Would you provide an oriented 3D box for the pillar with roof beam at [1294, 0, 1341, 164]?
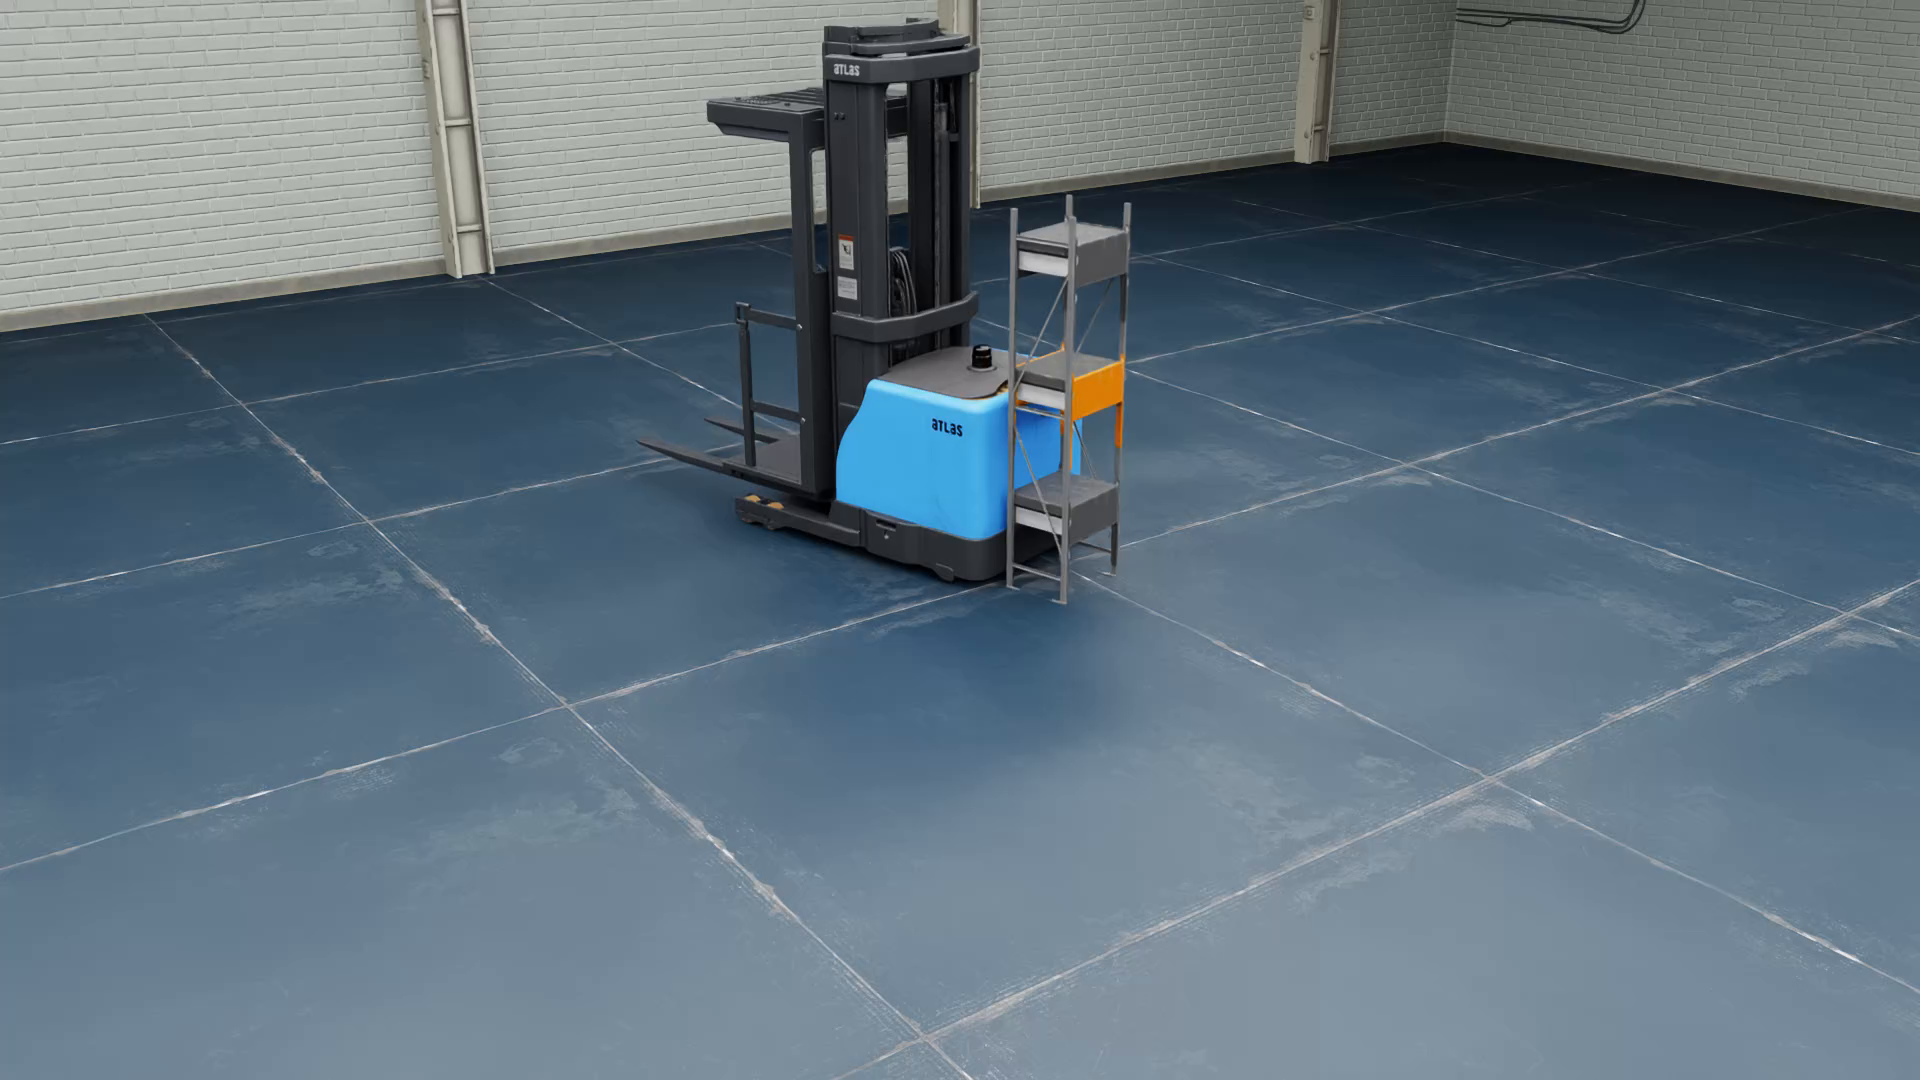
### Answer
[{"bbox_3d":[7.379,-8.143,18.162,0.400,9.000,9.100,-15,26,-33],"label":"pillar with roof beam"}]

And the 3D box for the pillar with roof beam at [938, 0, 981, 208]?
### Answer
[{"bbox_3d":[2.509,-6.845,14.908,0.400,9.000,9.100,-15,26,-33],"label":"pillar with roof beam"}]

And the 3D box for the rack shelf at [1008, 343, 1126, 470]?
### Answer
[{"bbox_3d":[0.571,-0.724,8.915,0.431,0.518,0.480,17,27,36],"label":"rack shelf"}]

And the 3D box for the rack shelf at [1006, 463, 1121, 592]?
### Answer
[{"bbox_3d":[0.571,-0.074,9.175,0.431,0.518,0.480,17,27,36],"label":"rack shelf"}]

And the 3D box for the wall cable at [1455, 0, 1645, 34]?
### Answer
[{"bbox_3d":[8.029,-8.236,22.585,0.112,2.526,3.097,-15,26,-33],"label":"wall cable"}]

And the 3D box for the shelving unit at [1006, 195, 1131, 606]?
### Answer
[{"bbox_3d":[0.571,-0.737,8.910,0.431,2.100,0.503,17,27,36],"label":"shelving unit"}]

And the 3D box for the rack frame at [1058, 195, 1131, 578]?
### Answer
[{"bbox_3d":[0.724,-0.808,9.087,0.400,2.100,0.015,17,27,36],"label":"rack frame"}]

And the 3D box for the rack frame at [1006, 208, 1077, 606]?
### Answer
[{"bbox_3d":[0.418,-0.667,8.734,0.400,2.100,0.015,17,27,36],"label":"rack frame"}]

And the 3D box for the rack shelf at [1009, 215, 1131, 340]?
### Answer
[{"bbox_3d":[0.571,-1.375,8.656,0.431,0.518,0.480,17,27,36],"label":"rack shelf"}]

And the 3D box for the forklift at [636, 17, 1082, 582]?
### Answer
[{"bbox_3d":[-0.747,-1.557,9.843,3.031,2.935,1.130,17,27,36],"label":"forklift"}]

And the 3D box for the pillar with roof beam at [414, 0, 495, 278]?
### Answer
[{"bbox_3d":[-2.362,-5.546,11.653,0.400,9.000,9.100,-15,26,-33],"label":"pillar with roof beam"}]
